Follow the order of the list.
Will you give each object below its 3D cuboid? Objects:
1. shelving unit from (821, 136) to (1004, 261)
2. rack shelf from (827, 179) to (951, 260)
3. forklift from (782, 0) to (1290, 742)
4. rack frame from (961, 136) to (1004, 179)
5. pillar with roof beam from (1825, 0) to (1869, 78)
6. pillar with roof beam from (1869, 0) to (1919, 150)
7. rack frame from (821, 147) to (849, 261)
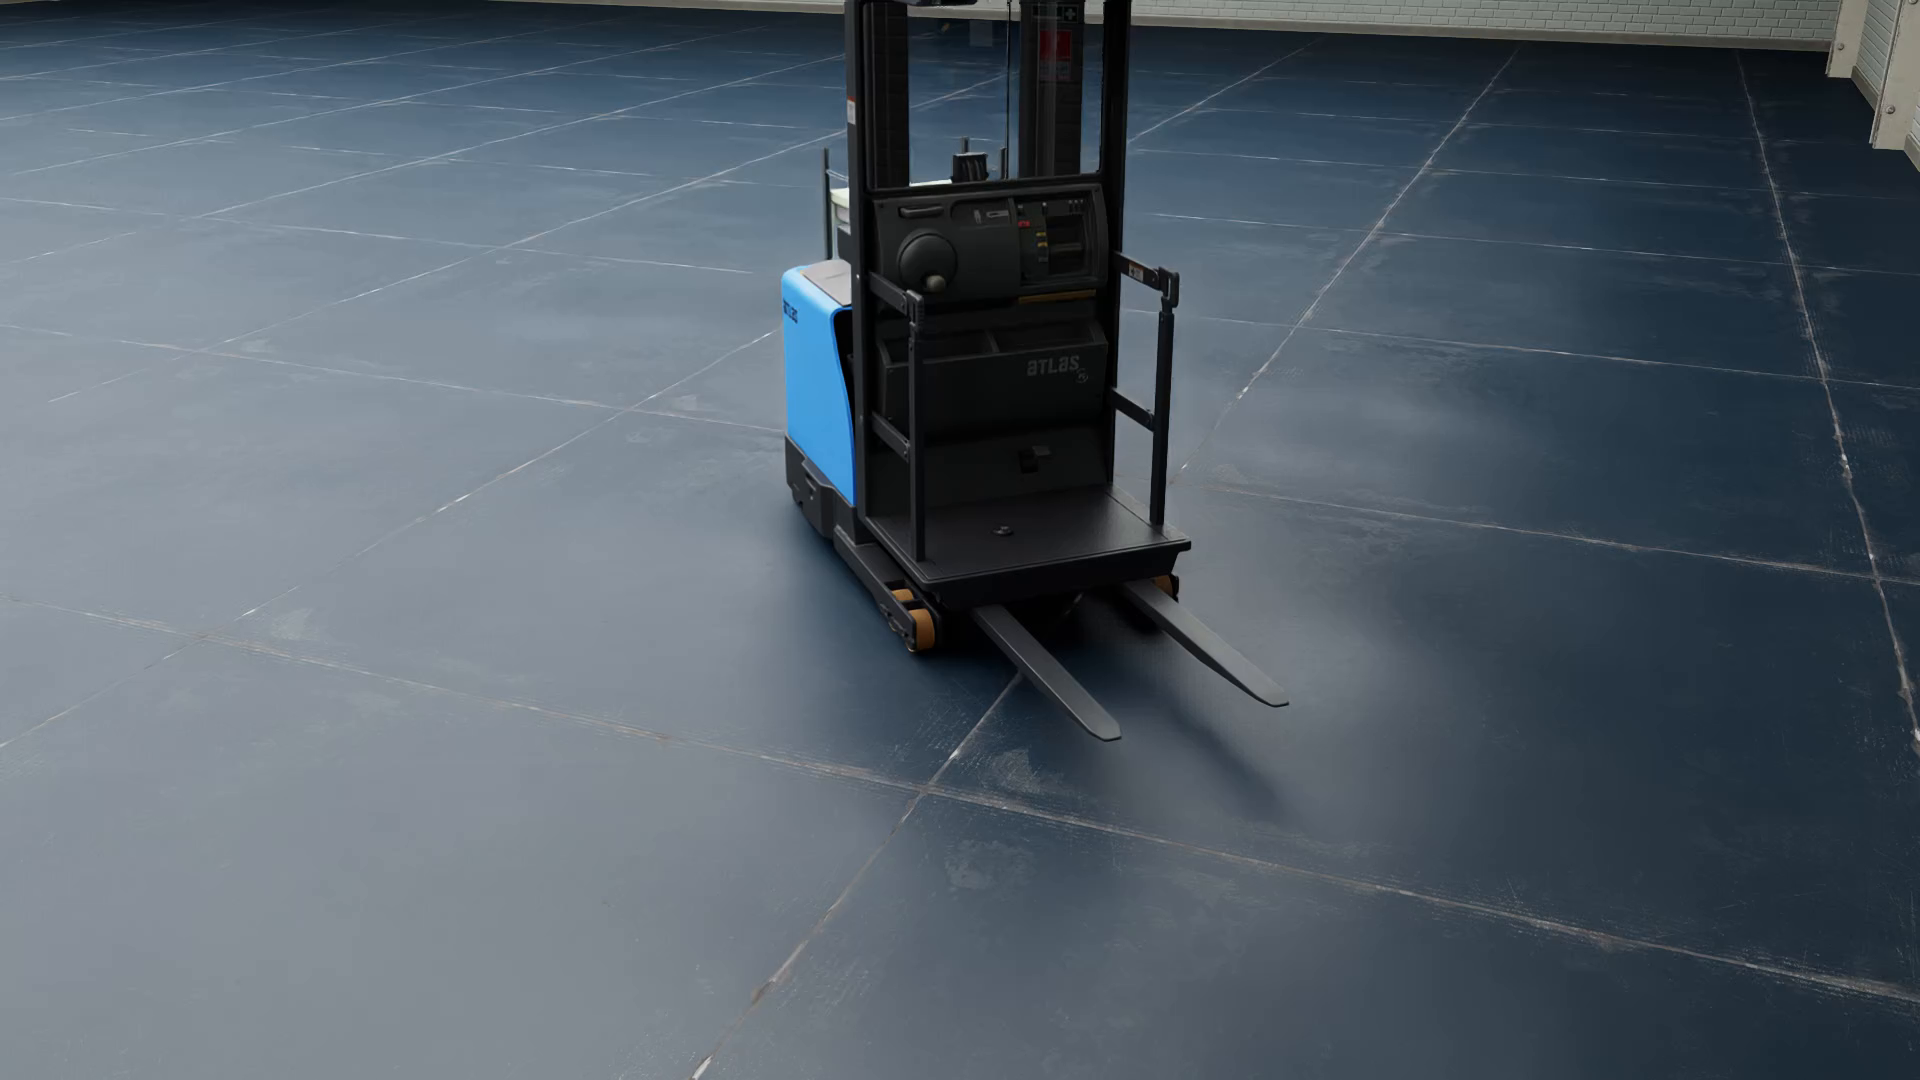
[{"bbox_3d":[-0.218,-1.128,8.005,0.755,1.500,0.431,-11,25,-25],"label":"shelving unit"},{"bbox_3d":[-0.218,-1.488,7.855,0.720,0.370,0.431,-11,25,-25],"label":"rack shelf"},{"bbox_3d":[0.208,-1.112,6.111,1.130,2.935,3.031,-9,24,-20],"label":"forklift"},{"bbox_3d":[0.107,-1.193,8.160,0.023,1.500,0.400,-11,25,-25],"label":"rack frame"},{"bbox_3d":[7.576,-10.880,21.623,9.100,9.000,0.400,9,24,20],"label":"pillar with roof beam"},{"bbox_3d":[5.348,-8.733,16.483,9.100,9.000,0.400,9,24,20],"label":"pillar with roof beam"},{"bbox_3d":[-0.544,-1.064,7.851,0.023,1.500,0.400,-11,25,-25],"label":"rack frame"}]
